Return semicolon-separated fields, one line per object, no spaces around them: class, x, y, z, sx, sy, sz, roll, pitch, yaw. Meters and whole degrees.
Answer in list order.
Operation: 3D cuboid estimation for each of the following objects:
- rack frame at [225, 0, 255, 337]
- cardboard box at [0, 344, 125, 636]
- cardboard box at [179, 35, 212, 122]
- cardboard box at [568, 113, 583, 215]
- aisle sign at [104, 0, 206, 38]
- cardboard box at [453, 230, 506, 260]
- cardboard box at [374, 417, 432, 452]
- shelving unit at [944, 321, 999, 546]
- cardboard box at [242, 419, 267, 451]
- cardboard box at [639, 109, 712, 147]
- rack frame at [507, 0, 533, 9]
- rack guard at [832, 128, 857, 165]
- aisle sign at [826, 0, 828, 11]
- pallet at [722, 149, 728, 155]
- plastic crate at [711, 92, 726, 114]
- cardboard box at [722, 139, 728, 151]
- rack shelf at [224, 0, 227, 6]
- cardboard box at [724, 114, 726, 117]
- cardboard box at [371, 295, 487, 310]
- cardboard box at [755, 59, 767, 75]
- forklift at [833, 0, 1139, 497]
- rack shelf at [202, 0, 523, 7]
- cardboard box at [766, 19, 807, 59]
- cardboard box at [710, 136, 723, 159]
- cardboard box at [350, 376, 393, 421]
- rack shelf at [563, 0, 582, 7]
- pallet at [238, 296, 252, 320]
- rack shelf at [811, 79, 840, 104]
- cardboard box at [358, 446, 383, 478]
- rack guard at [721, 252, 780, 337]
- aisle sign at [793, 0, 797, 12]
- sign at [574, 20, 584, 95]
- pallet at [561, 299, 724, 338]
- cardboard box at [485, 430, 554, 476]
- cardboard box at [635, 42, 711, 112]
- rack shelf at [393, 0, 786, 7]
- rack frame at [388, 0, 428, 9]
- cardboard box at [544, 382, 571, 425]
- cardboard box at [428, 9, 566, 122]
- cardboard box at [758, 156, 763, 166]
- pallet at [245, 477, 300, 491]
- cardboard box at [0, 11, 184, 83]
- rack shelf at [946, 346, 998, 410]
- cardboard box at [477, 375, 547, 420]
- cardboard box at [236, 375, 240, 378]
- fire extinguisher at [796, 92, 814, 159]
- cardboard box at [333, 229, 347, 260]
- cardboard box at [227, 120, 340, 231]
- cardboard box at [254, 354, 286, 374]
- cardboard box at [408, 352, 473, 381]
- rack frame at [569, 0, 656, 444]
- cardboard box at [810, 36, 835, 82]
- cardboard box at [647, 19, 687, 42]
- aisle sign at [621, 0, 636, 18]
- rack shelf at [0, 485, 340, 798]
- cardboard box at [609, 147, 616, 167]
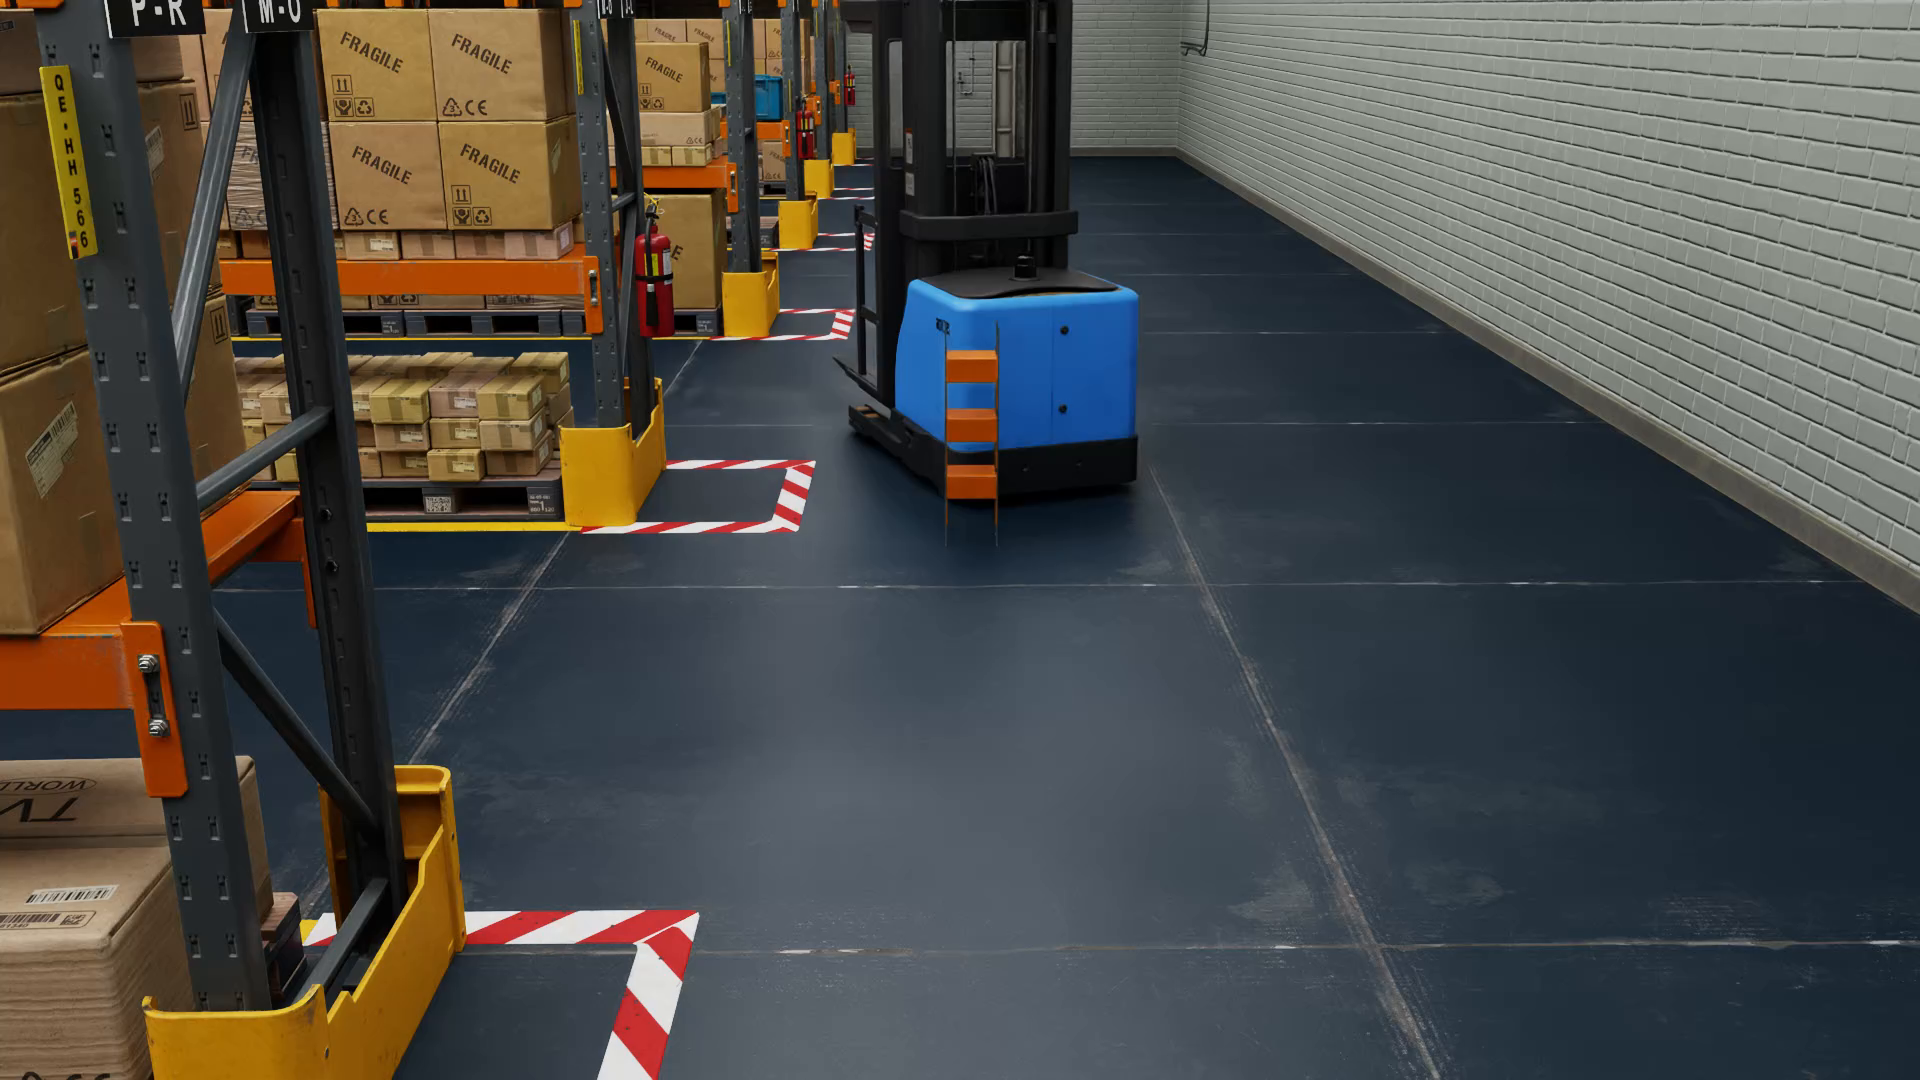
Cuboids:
rack frame;-5.708;-3.169;13.016;0.127;3.000;1.000;0;18;-1
cardboard box;-2.030;-0.126;3.366;0.500;0.500;0.500;0;18;-1
cardboard box;-3.740;-2.249;7.860;0.500;0.500;0.500;-1;18;-3
cardboard box;-2.184;-1.944;8.548;0.500;0.500;0.500;1;18;2
aisle sign;-1.475;-1.305;2.950;0.004;0.787;0.394;0;18;-1
cardboard box;-2.302;-1.476;8.149;0.250;0.149;0.380;0;18;-1
cardboard box;-2.774;-0.564;8.389;0.250;0.149;0.380;-1;18;-3
shelving unit;0.053;-0.500;7.888;0.252;1.050;0.215;0;18;-1
cardboard box;-3.548;-0.562;8.383;0.250;0.149;0.380;1;18;2
cardboard box;-2.188;-3.175;12.794;0.500;0.250;0.500;-1;18;-2
rack frame;-5.860;-6.195;22.448;0.127;3.000;1.000;0;18;-1
rack guard;-1.919;-6.537;27.606;0.348;0.500;1.175;0;18;-1
aisle sign;-1.797;-7.542;22.391;0.004;0.787;0.394;0;18;-1
pallet;-3.958;-6.366;27.548;1.213;0.211;1.003;0;18;-1
plastic crate;-2.697;-4.746;18.108;0.300;0.233;0.416;0;18;-1
cardboard box;-3.644;-6.698;27.420;0.500;0.500;0.700;-1;18;-3
rack shelf;-7.707;-4.245;12.637;4.000;0.370;1.077;0;18;-1
cardboard box;-3.787;-7.067;27.508;0.250;0.149;0.380;0;18;0
cardboard box;-4.146;-2.340;13.224;0.875;0.875;0.875;0;18;-1
cardboard box;-2.823;-6.173;22.215;0.500;0.500;0.500;0;18;0
forklift;-0.030;-2.021;9.548;1.130;2.935;3.031;-6;19;-18
rack shelf;-7.860;-7.271;22.069;4.000;0.370;1.077;0;18;-1
cardboard box;-2.301;-6.652;22.071;0.500;0.500;0.500;0;18;-1
cardboard box;-2.068;-3.168;13.423;0.250;0.149;0.380;0;18;0
cardboard box;-3.025;-0.713;8.366;0.250;0.149;0.380;-1;18;-3
rack shelf;-3.731;-2.749;7.974;4.000;0.370;1.077;0;18;-1
pallet;-6.478;-1.815;13.358;1.213;0.211;1.003;0;18;-1
rack shelf;-3.942;-7.375;27.304;4.000;0.370;1.077;0;18;-1
cardboard box;-3.022;-0.437;8.479;0.250;0.149;0.380;0;18;0
rack guard;-1.684;-1.998;13.458;0.348;0.500;1.175;0;18;-1
aisle sign;-1.710;-5.850;17.117;0.004;0.787;0.394;0;18;-1
sign;-1.742;-2.205;7.598;0.005;0.325;0.100;0;18;-1
pallet;-2.506;-1.833;13.415;1.213;0.211;1.003;0;18;-1
cardboard box;-2.254;-0.449;8.517;0.250;0.149;0.380;0;18;0
cardboard box;-2.191;-3.533;12.681;0.500;0.500;0.500;0;18;0
rack shelf;-3.786;-5.777;17.413;4.000;0.370;1.077;0;18;-1
rack frame;-5.786;-4.682;17.732;0.127;3.000;1.000;0;18;-1
cardboard box;-2.259;-0.733;8.915;0.250;0.149;0.380;0;18;1
cardboard box;-2.184;-2.260;7.895;0.500;0.500;0.500;-1;18;-2
cardboard box;-2.909;-5.196;23.115;0.500;0.250;0.500;0;18;-1
pallet;-3.836;-0.347;8.783;1.213;0.211;1.003;0;18;-1
cardboard box;-1.911;-1.077;3.632;0.250;0.149;0.380;0;18;0
rack shelf;0.054;-0.760;7.805;0.240;0.259;0.215;0;18;-1
cardboard box;-2.256;-0.719;8.383;0.250;0.149;0.380;0;18;0
cardboard box;-3.820;-0.718;8.380;0.250;0.149;0.380;0;18;-1
fire extinguisher;-1.628;-4.349;17.430;0.183;0.674;0.296;0;18;-1
cardboard box;-3.071;-1.469;8.128;0.250;0.149;0.380;-1;18;-3
cardboard box;-3.198;-1.775;8.020;0.500;0.500;0.500;0;18;-1
cardboard box;-3.576;-0.888;8.910;0.250;0.149;0.380;0;18;0
cardboard box;-2.788;-0.900;8.948;0.250;0.149;0.380;0;18;-1
rack frame;-1.731;-1.673;8.352;0.127;3.000;1.000;0;18;-1
cardboard box;-2.452;-7.864;27.161;0.700;0.700;0.980;1;18;2
cardboard box;-3.838;-6.642;22.043;0.500;0.500;0.500;0;18;1
aisle sign;-1.663;-3.003;8.242;0.004;0.787;0.394;0;18;-1
rack shelf;-3.551;0.191;3.721;4.000;0.370;1.077;0;18;-1
cardboard box;-2.571;-2.964;12.787;0.250;0.149;0.380;0;18;-1
